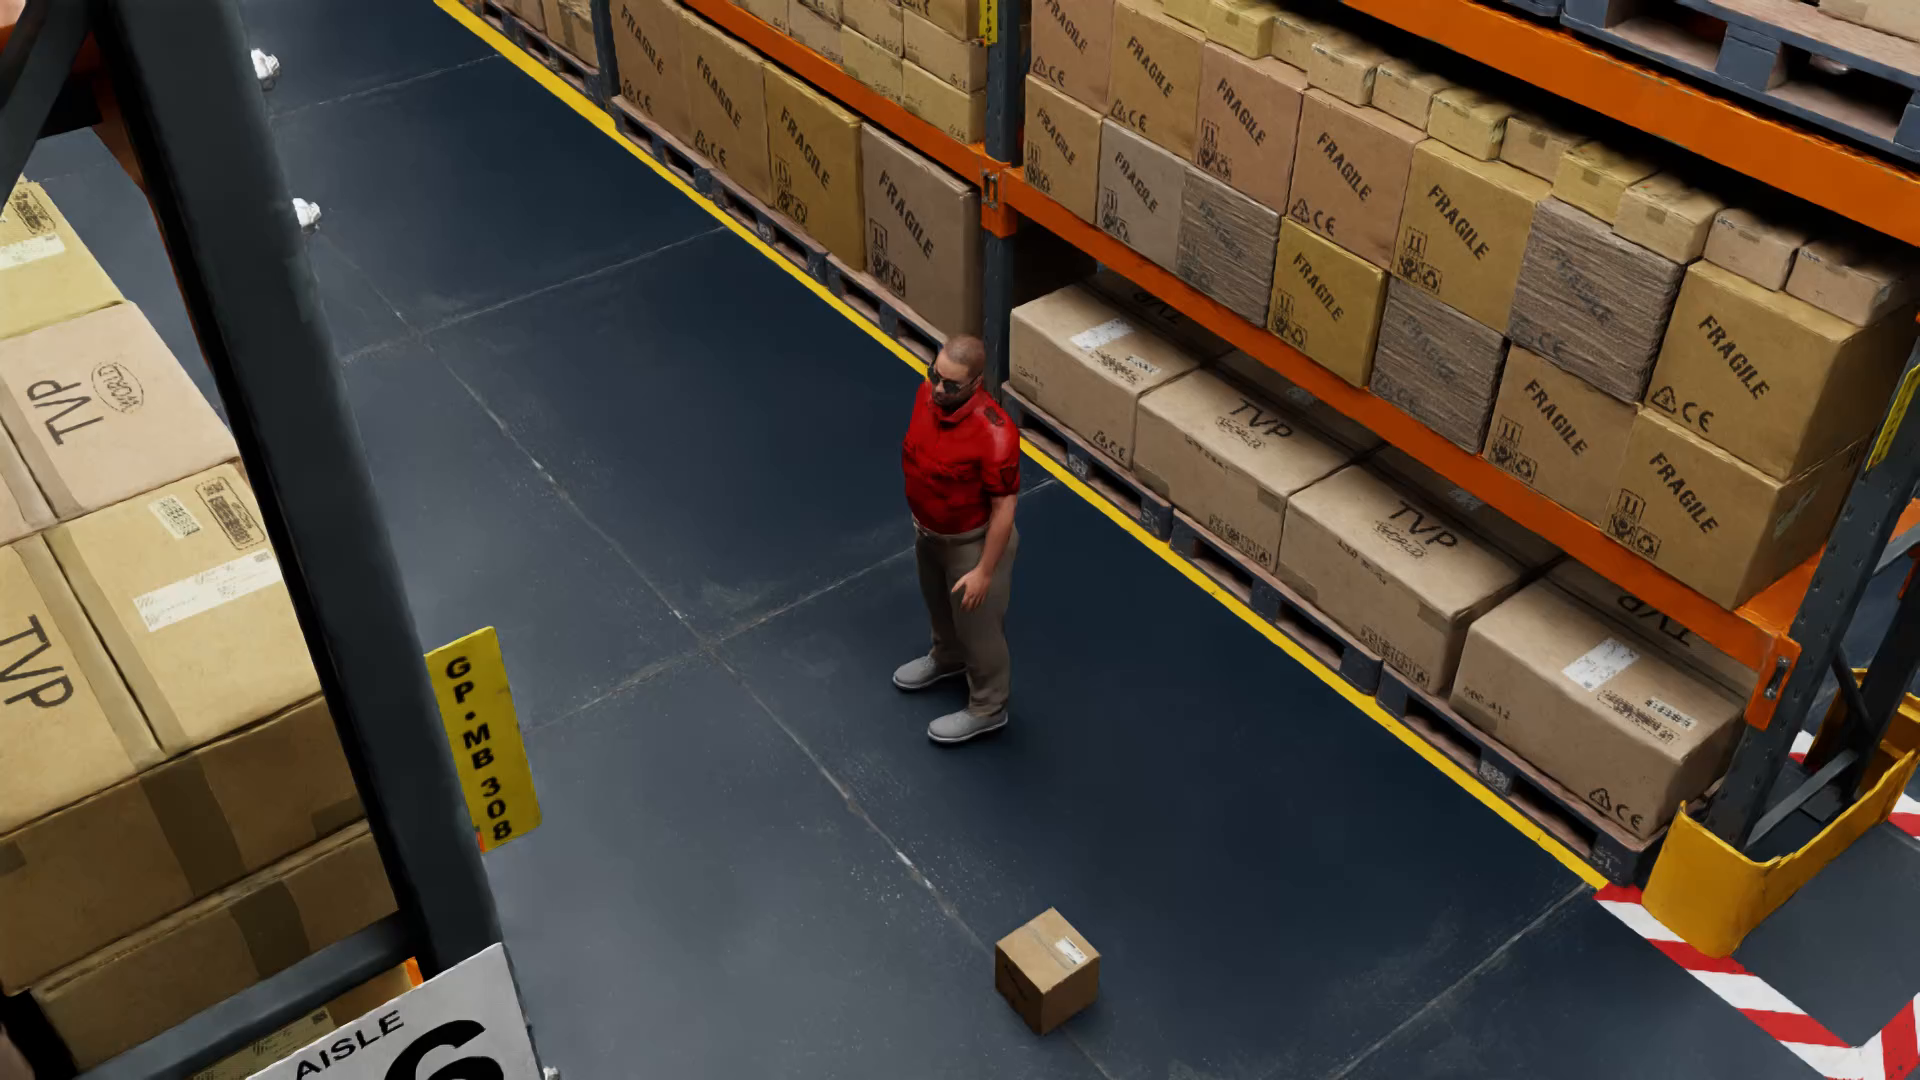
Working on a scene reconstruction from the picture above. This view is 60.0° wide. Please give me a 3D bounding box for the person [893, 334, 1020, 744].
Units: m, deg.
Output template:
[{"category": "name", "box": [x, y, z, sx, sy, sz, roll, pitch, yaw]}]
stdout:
[{"category": "person", "box": [-0.019, -0.001, 6.140, 0.397, 1.736, 0.570, -25, 46, -26]}]
